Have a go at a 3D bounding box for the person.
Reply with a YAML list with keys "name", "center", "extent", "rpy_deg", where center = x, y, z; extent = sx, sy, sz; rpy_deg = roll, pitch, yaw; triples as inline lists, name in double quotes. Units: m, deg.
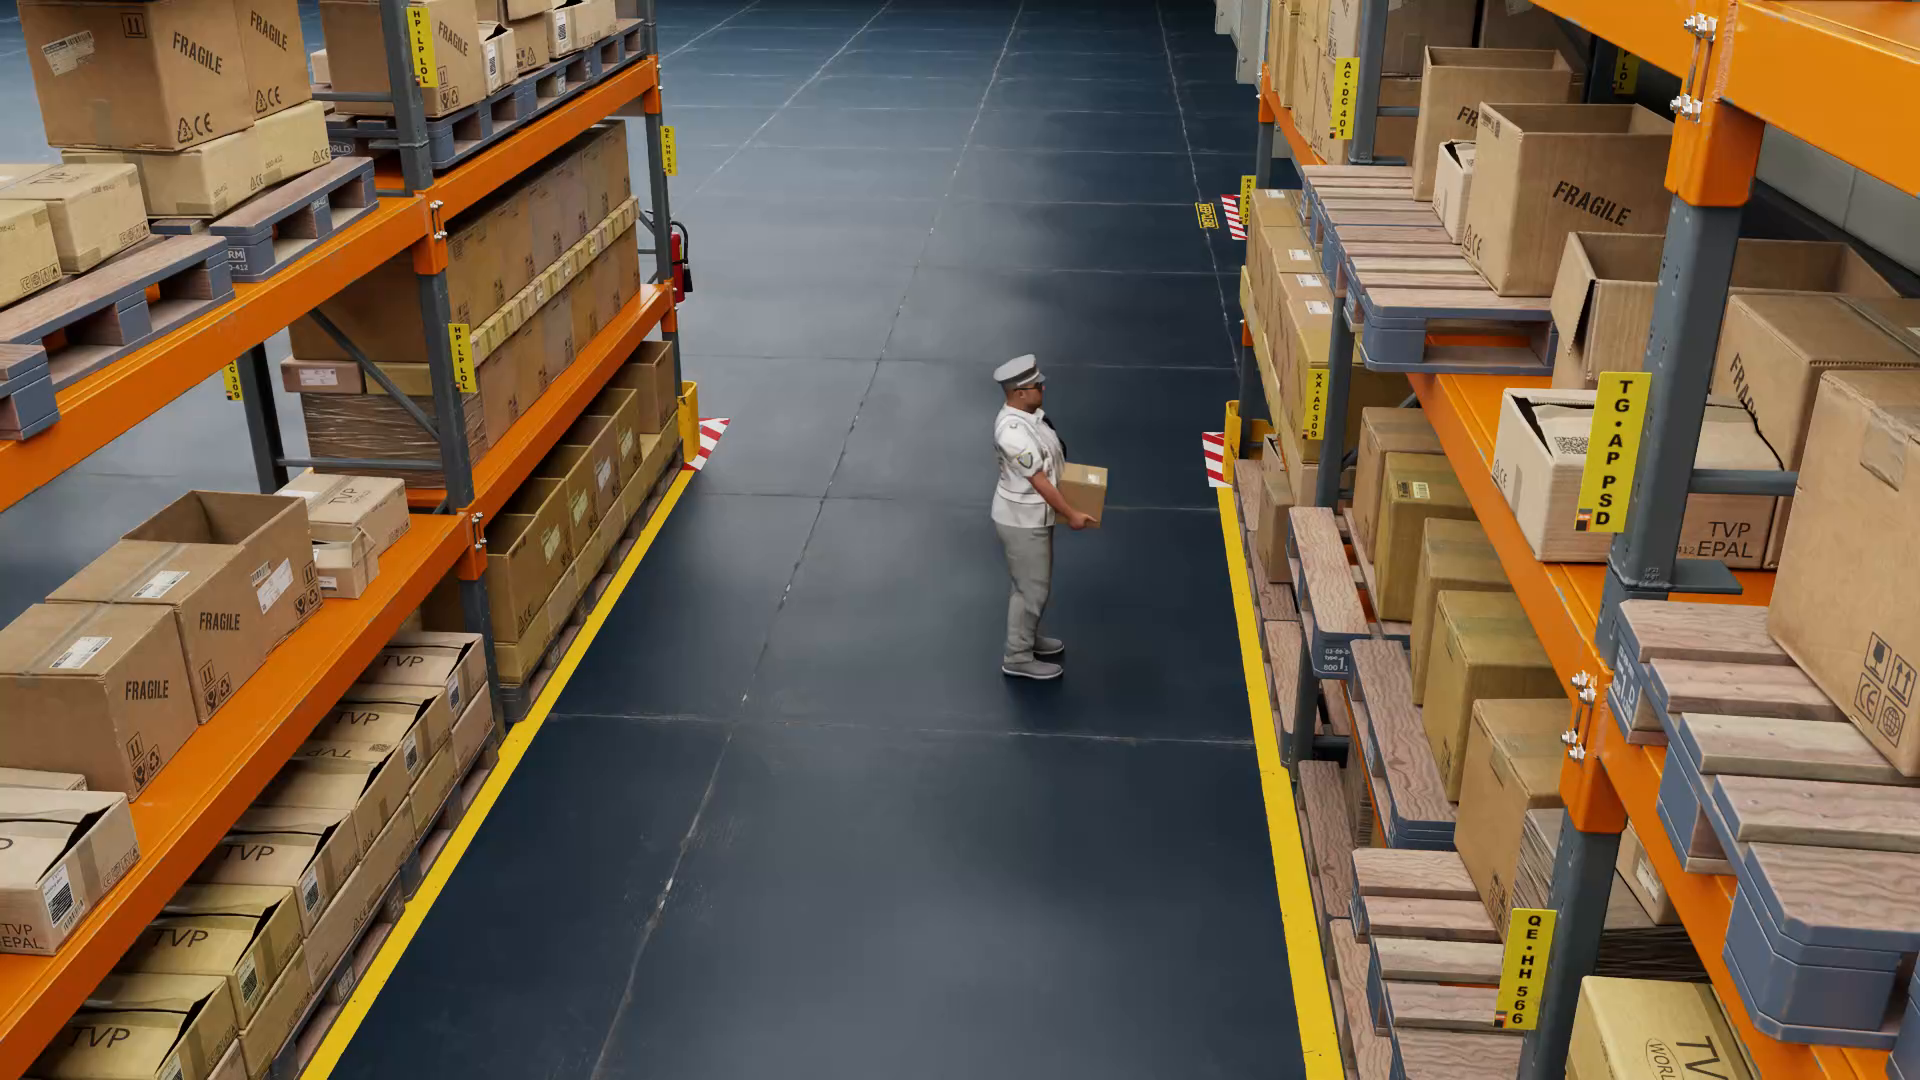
- name: "person"
  center: [0.451, -0.131, 8.867]
  extent: [0.563, 1.767, 0.494]
  rpy_deg: [2, 24, 5]
